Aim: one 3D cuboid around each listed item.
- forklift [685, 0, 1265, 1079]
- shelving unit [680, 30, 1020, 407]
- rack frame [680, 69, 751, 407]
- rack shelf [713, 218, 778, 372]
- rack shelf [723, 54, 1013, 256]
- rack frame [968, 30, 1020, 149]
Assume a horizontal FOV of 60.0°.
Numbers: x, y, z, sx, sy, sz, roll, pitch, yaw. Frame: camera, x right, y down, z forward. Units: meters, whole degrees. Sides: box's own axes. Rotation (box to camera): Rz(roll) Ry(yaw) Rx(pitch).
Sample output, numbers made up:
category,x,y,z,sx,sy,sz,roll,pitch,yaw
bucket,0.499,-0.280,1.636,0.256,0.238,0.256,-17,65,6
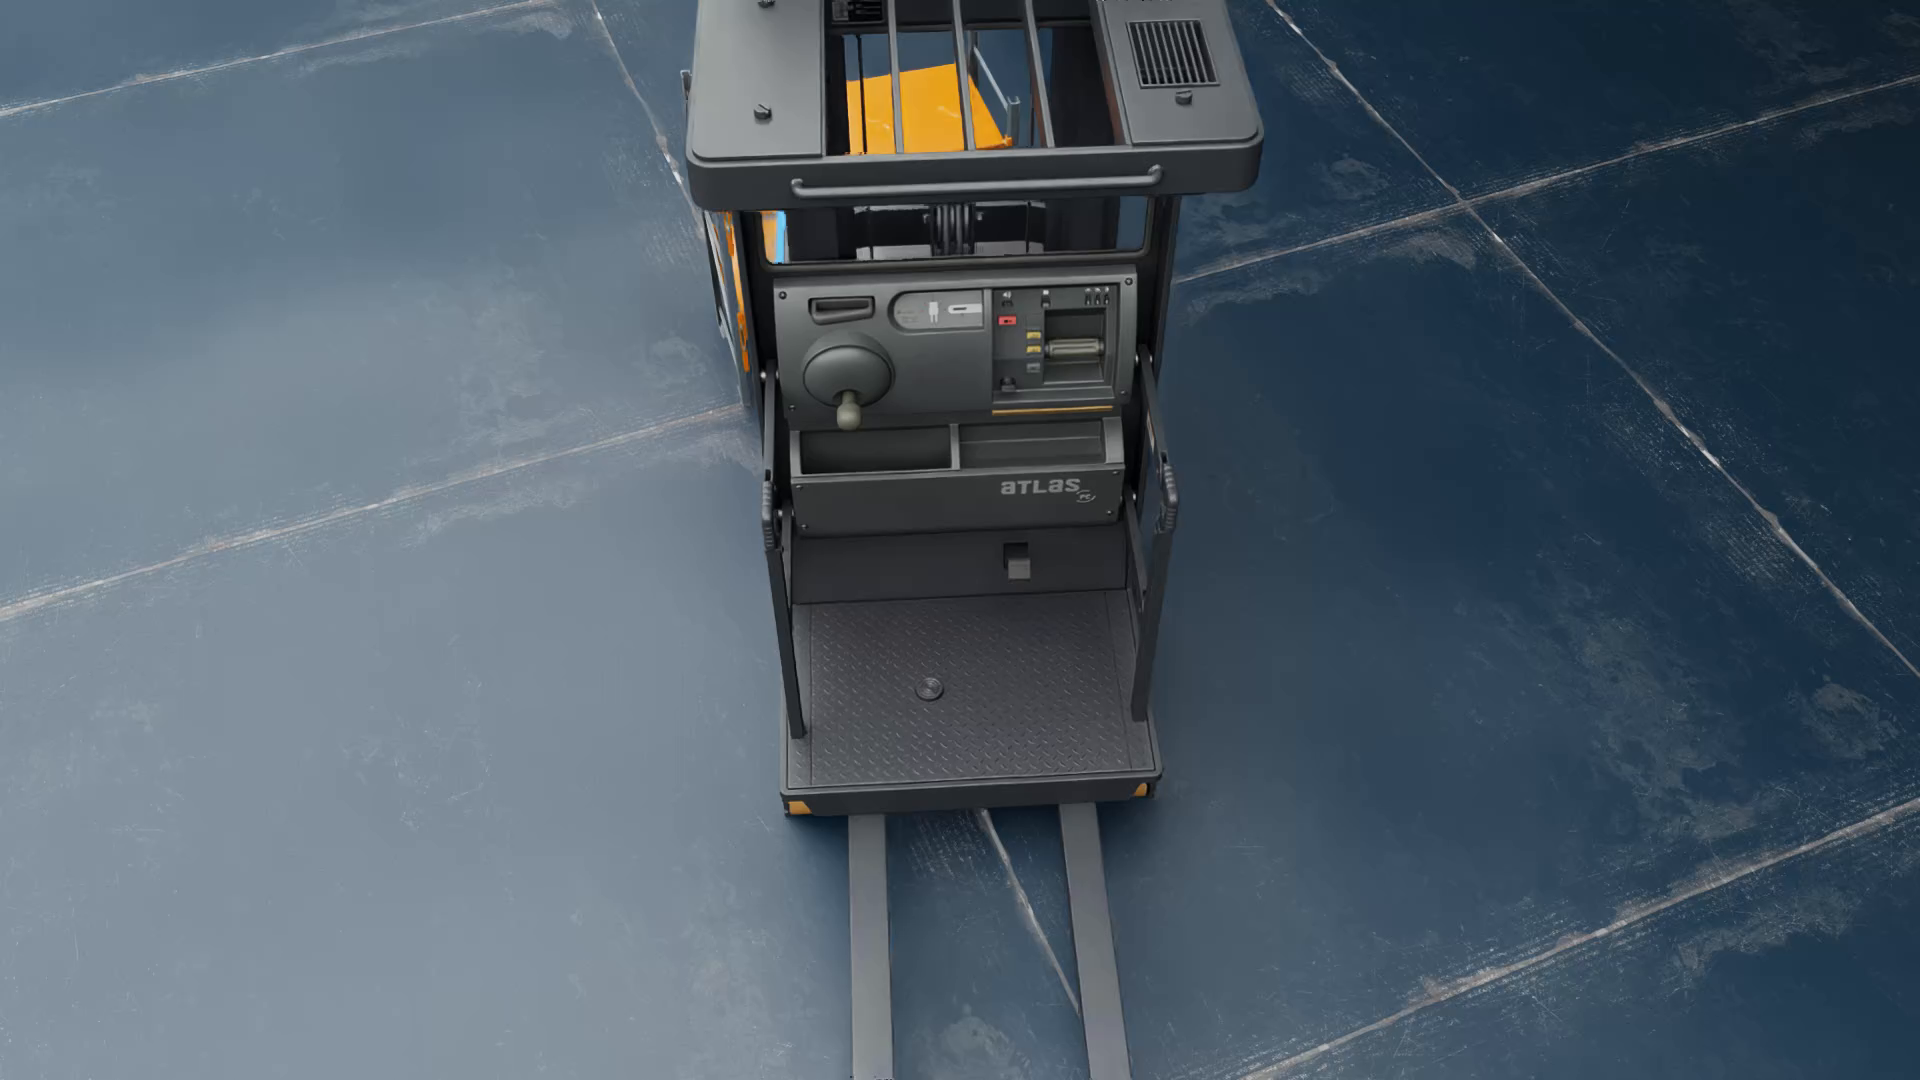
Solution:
category,x,y,z,sx,sy,sz,roll,pitch,yaw
forklift,0.007,-0.392,4.155,1.130,2.935,3.031,-3,49,-2
shelving unit,-0.375,-1.155,6.000,1.048,1.125,0.538,-13,51,-11
rack frame,-0.862,-1.045,5.906,0.032,1.125,0.500,-13,51,-11
rack shelf,-0.375,-0.996,6.186,1.000,0.278,0.538,-13,51,-11
rack shelf,-0.375,-1.346,5.778,1.000,0.278,0.538,-13,51,-11
rack frame,0.112,-1.265,6.095,0.032,1.125,0.500,-13,51,-11
